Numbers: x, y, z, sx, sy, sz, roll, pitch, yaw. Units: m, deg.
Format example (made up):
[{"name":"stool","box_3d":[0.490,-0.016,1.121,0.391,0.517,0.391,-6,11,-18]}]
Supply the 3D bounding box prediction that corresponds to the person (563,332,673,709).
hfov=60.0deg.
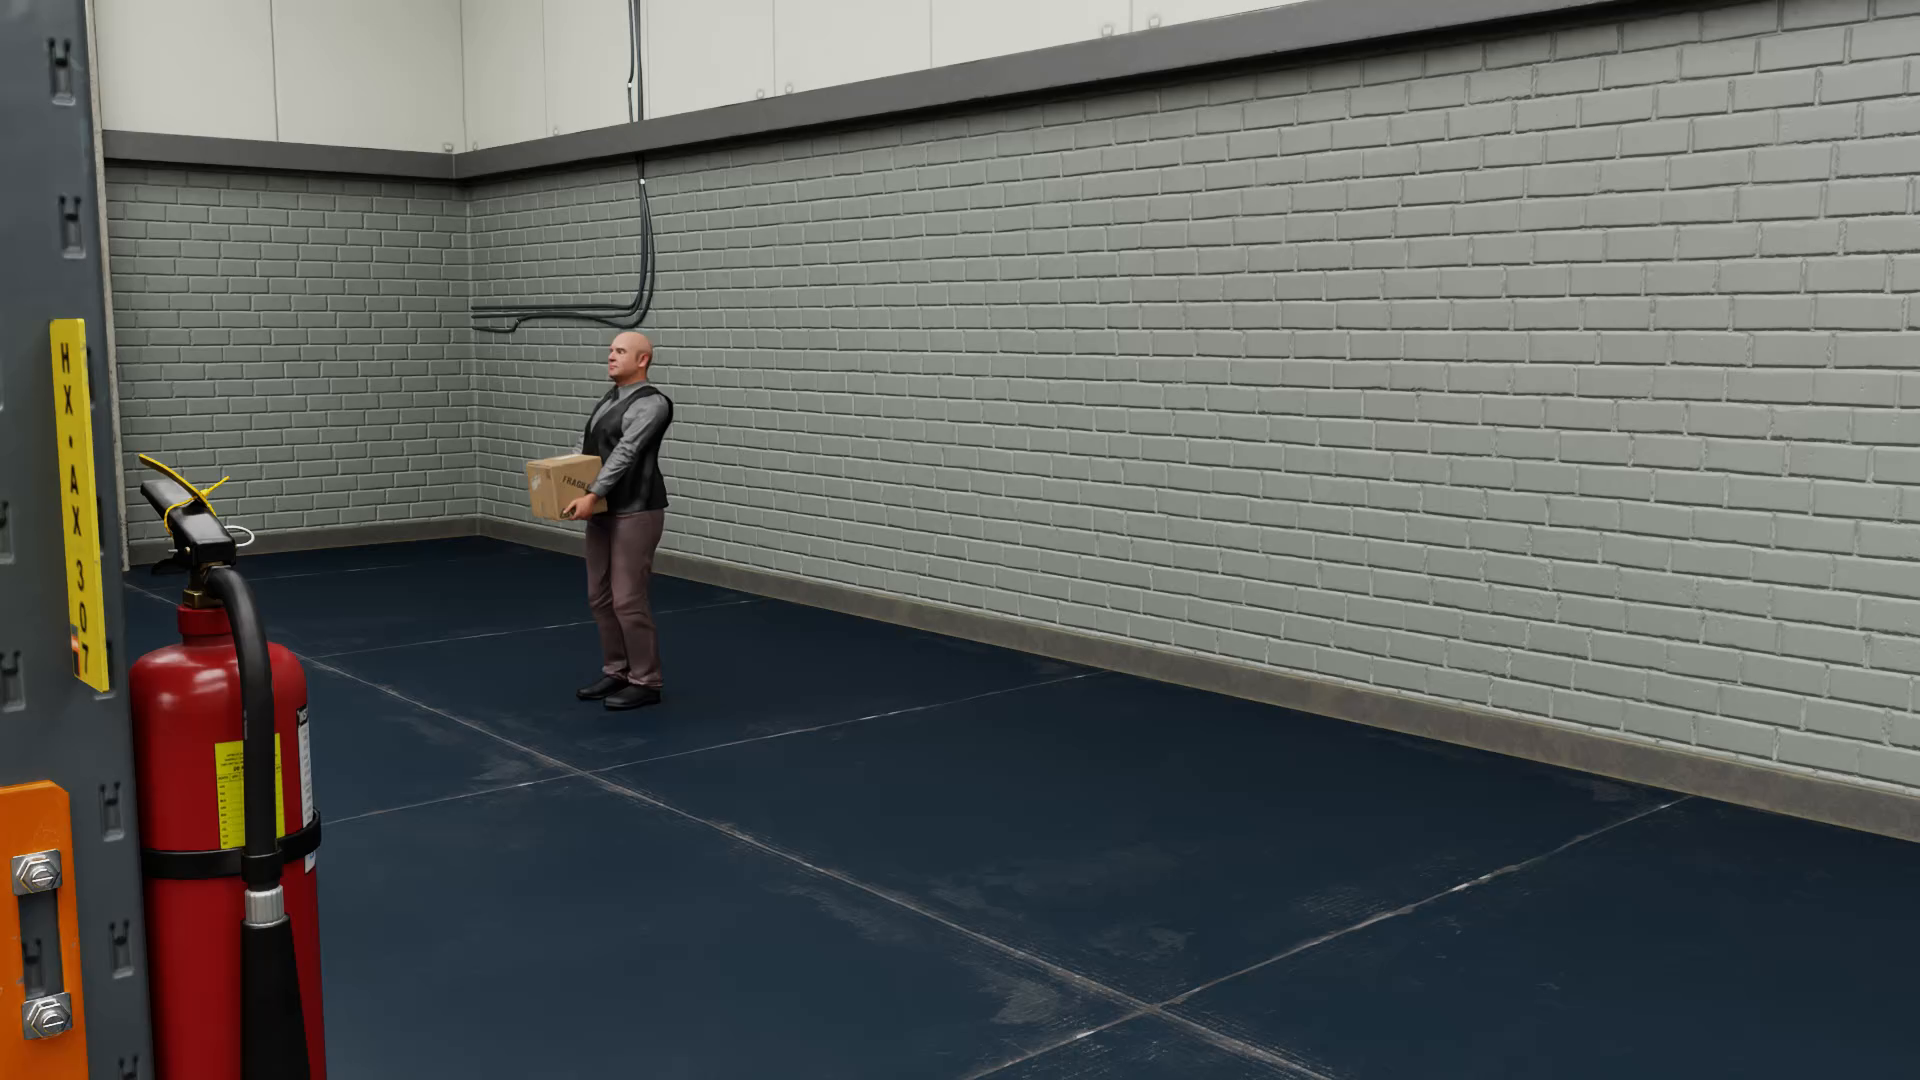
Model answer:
[{"name":"person","box_3d":[-1.617,-0.092,7.620,0.549,1.712,0.494,-6,10,-40]}]
